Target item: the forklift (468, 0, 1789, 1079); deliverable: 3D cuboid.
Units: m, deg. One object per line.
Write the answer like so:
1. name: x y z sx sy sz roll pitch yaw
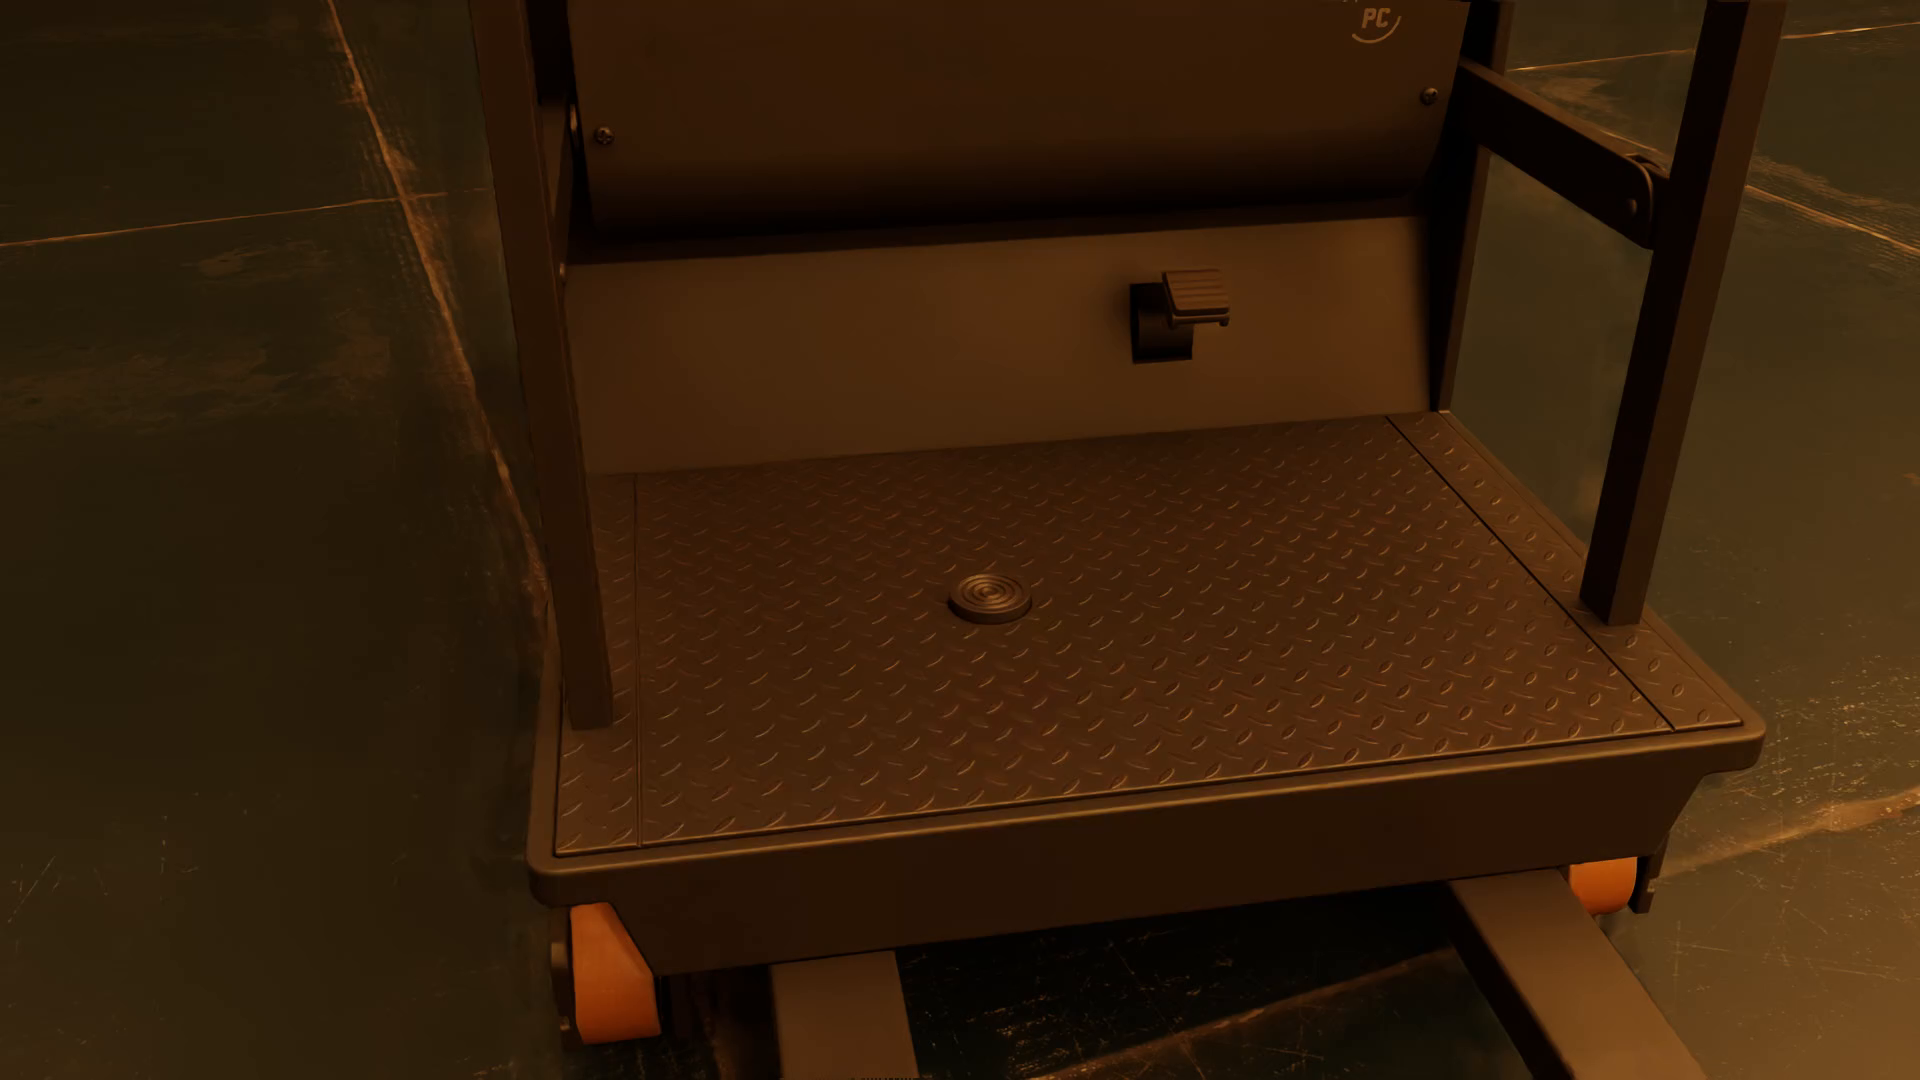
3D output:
1. forklift: 0.109 -0.976 1.253 1.130 2.935 3.031 -5 30 -9
